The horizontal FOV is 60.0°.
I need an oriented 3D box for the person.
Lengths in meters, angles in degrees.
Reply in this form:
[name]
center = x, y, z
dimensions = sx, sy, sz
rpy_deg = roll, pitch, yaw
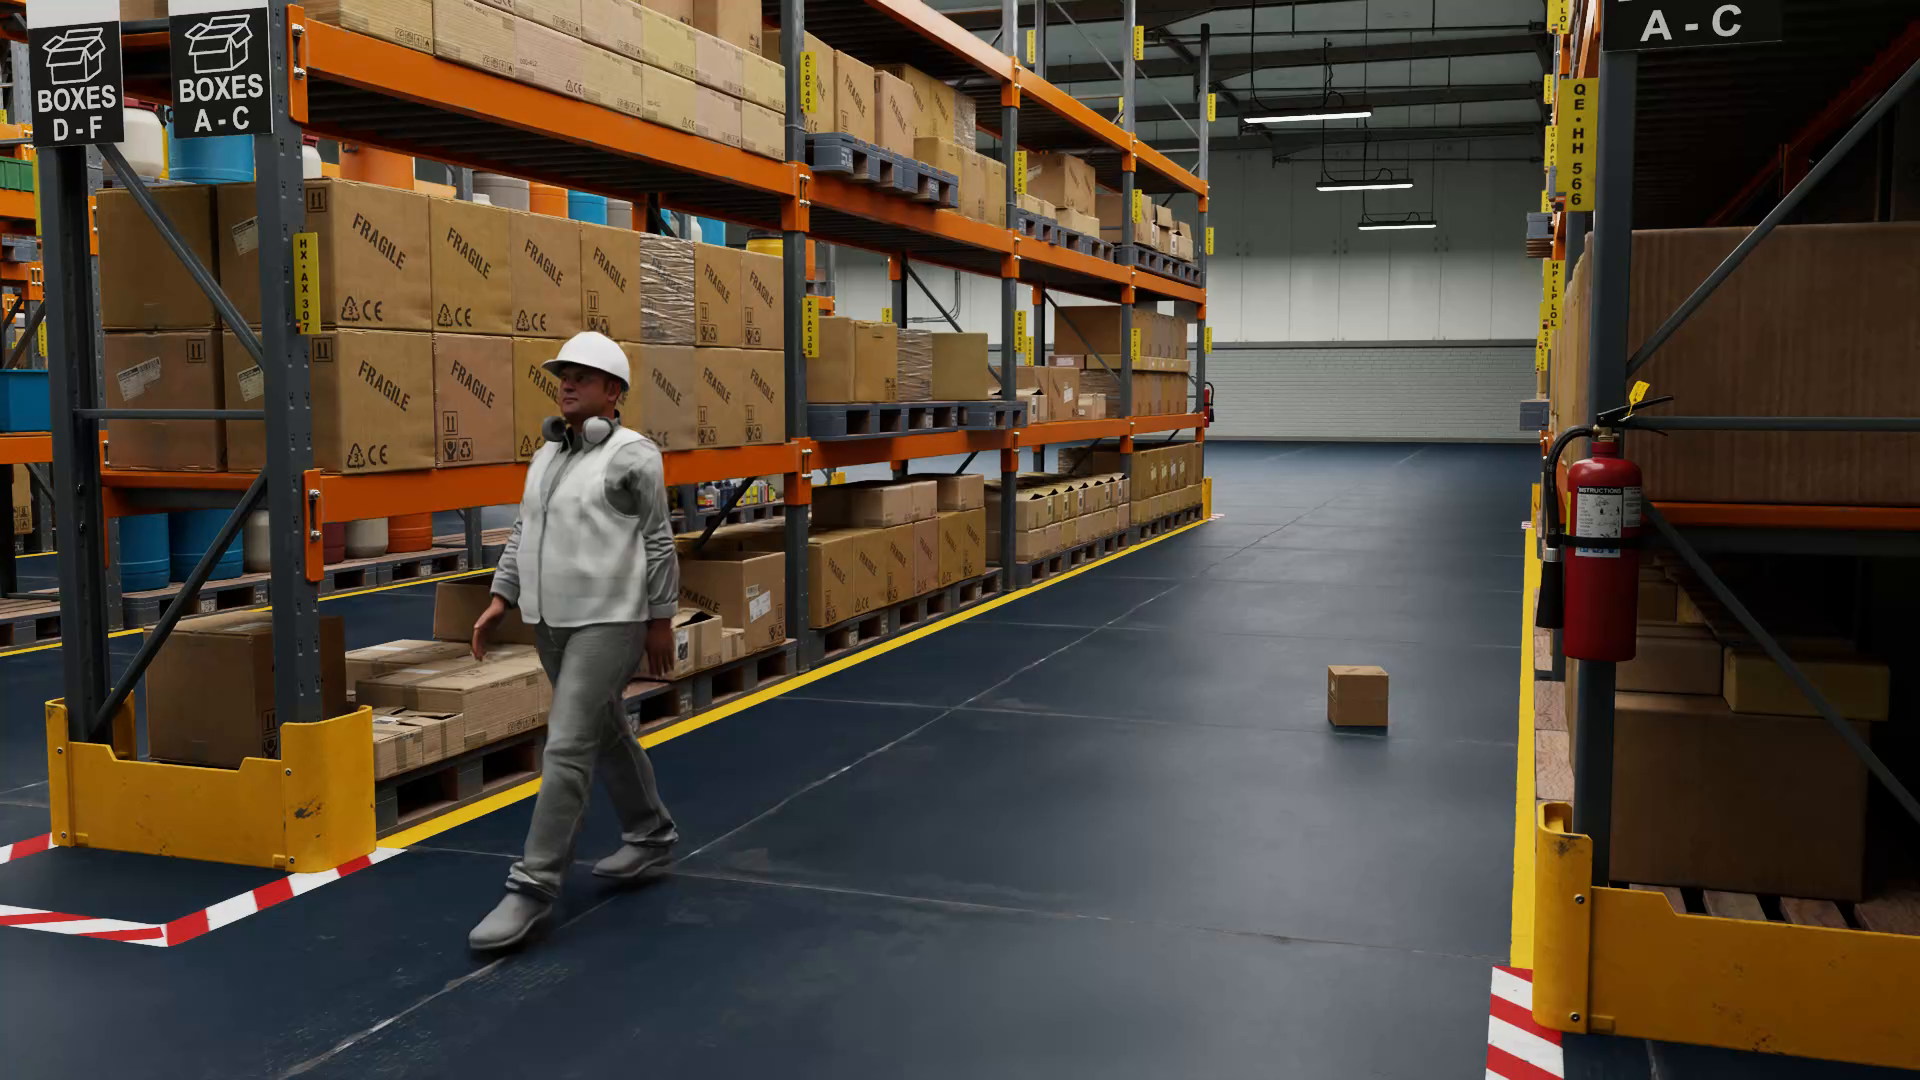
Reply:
[person]
center = -1.214, 0.240, 5.035
dimensions = 0.542, 1.736, 0.936
rpy_deg = 4, 6, 37
